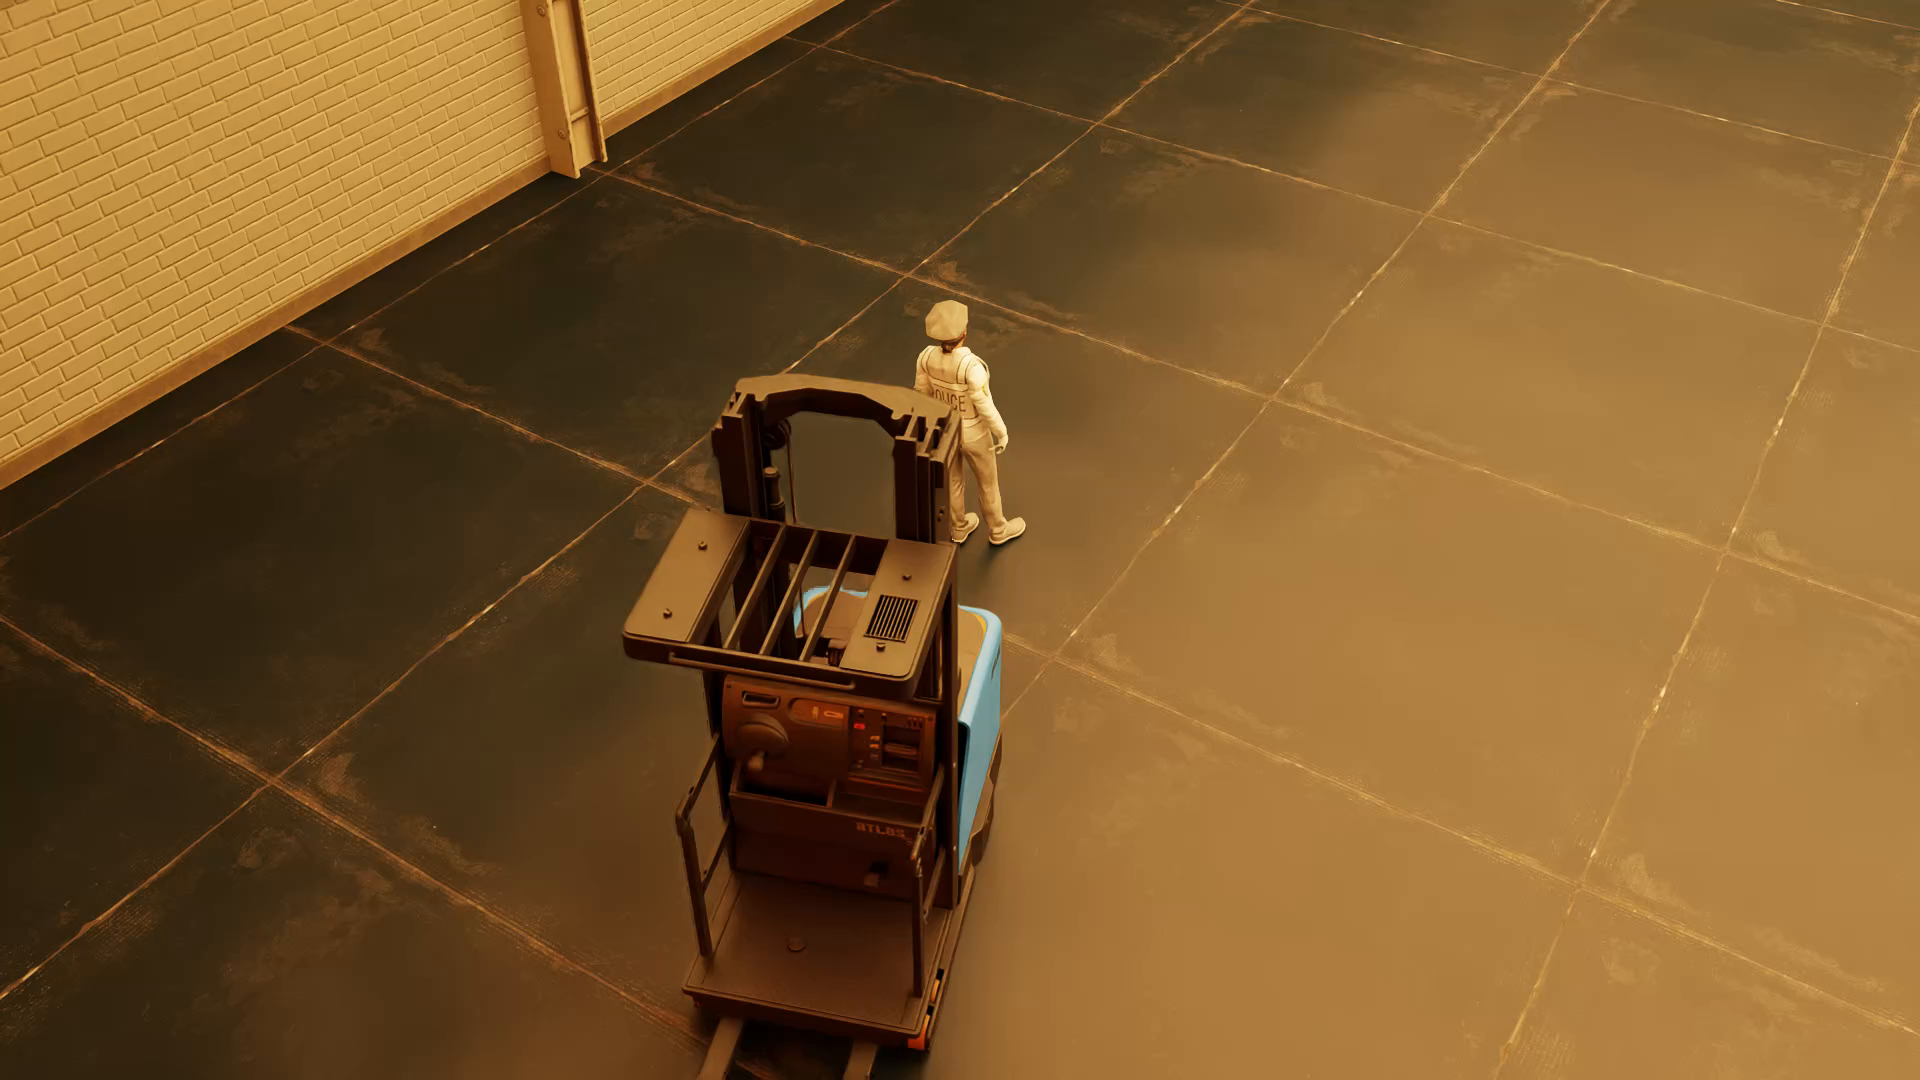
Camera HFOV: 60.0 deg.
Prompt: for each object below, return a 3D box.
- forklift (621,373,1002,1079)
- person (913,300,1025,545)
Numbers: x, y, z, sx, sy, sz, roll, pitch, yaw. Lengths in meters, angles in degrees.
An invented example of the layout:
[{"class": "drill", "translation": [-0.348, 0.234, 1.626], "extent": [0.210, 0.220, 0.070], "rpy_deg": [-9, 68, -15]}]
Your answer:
[{"class": "forklift", "translation": [-0.603, 0.912, 6.891], "extent": [1.130, 2.935, 3.031], "rpy_deg": [8, 41, 10]}, {"class": "person", "translation": [0.041, -0.686, 9.722], "extent": [0.588, 1.696, 0.533], "rpy_deg": [22, 45, 24]}]
